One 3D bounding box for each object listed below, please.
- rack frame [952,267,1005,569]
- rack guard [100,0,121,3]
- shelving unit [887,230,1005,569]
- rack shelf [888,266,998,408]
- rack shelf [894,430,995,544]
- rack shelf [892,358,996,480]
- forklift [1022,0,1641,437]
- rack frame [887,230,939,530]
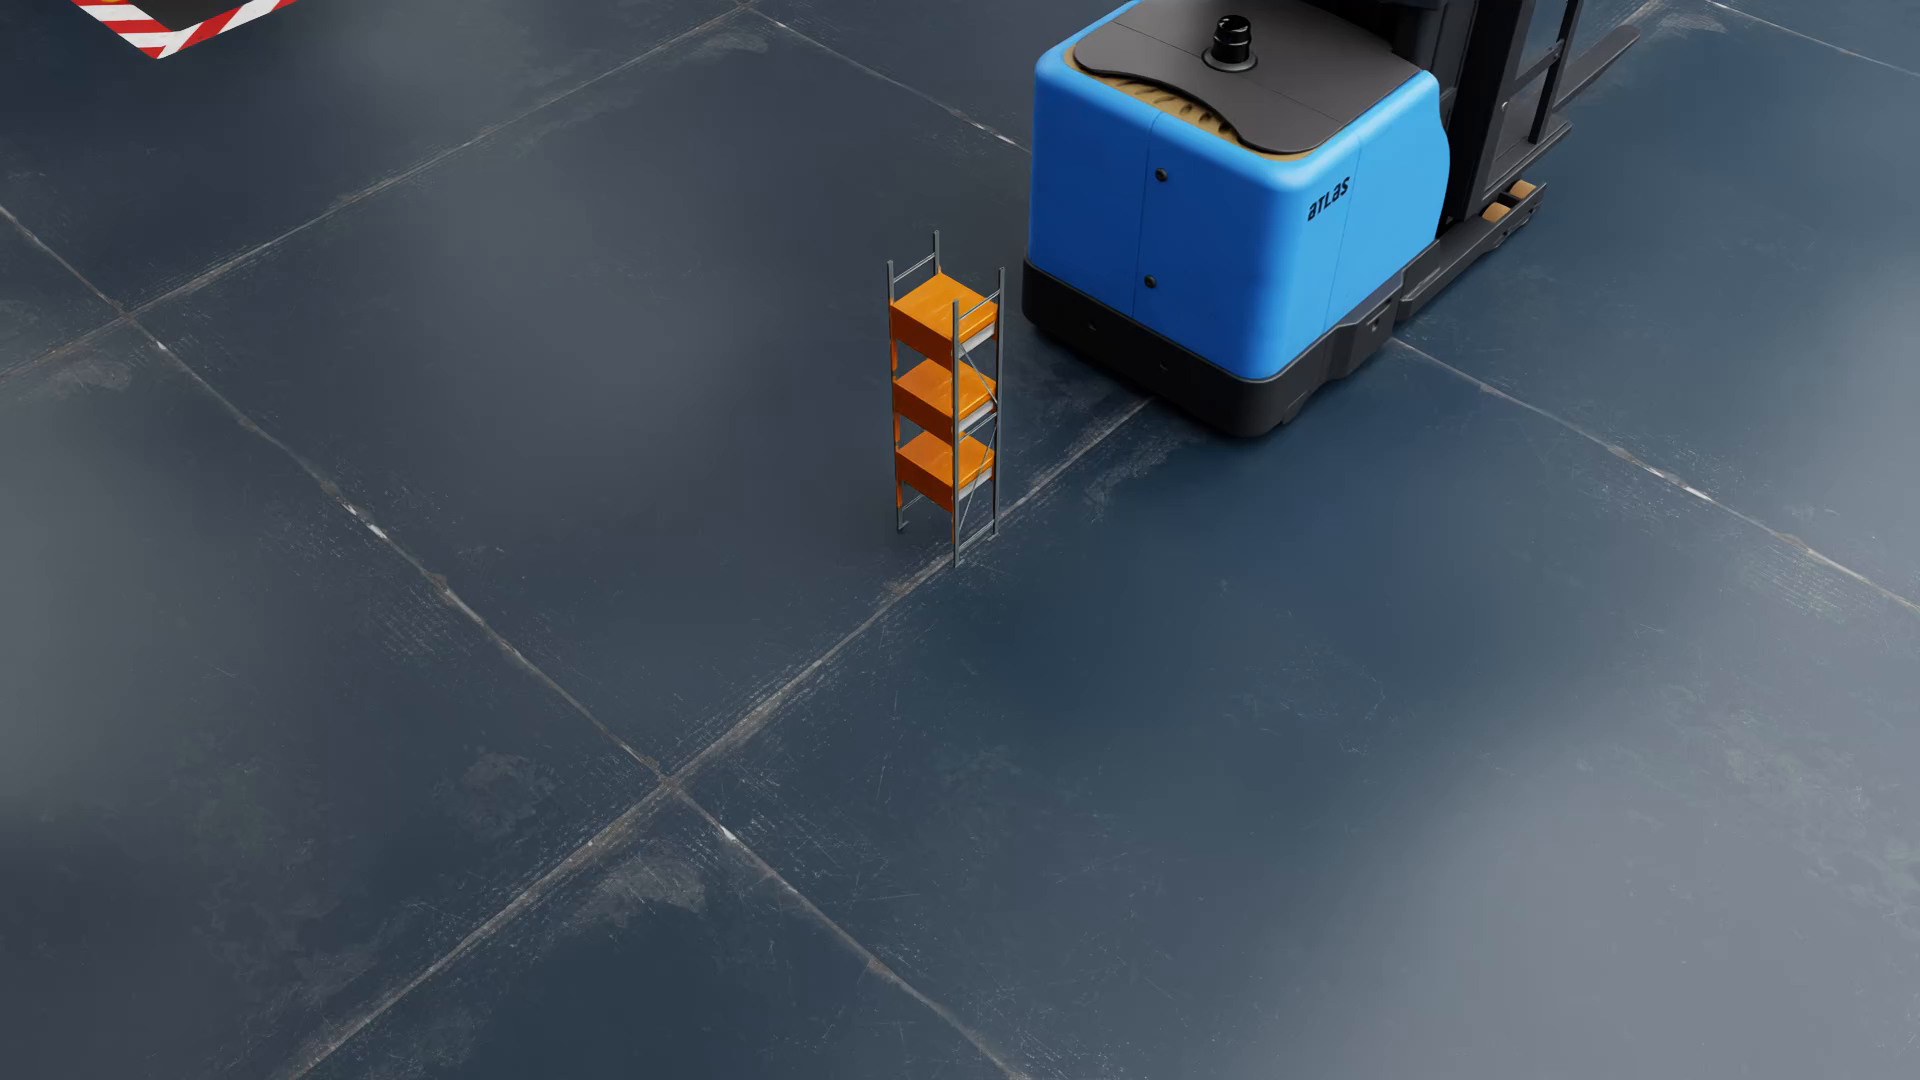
[{"bbox_3d":[0.050,-0.326,4.835,0.008,1.050,0.200,34,55,28],"label":"rack frame"},{"bbox_3d":[-3.584,-2.985,7.710,0.348,0.500,1.175,34,55,28],"label":"rack guard"},{"bbox_3d":[-0.039,-0.386,4.892,0.252,1.050,0.215,34,55,28],"label":"shelving unit"},{"bbox_3d":[-0.039,-0.573,4.693,0.240,0.259,0.215,34,55,28],"label":"rack shelf"},{"bbox_3d":[-0.039,-0.188,5.102,0.240,0.259,0.215,34,55,28],"label":"rack shelf"},{"bbox_3d":[-0.039,-0.379,4.900,0.240,0.259,0.215,34,55,28],"label":"rack shelf"},{"bbox_3d":[1.582,-2.332,5.429,1.130,2.935,3.031,34,55,27],"label":"forklift"},{"bbox_3d":[-0.129,-0.446,4.949,0.008,1.050,0.200,34,55,28],"label":"rack frame"}]
